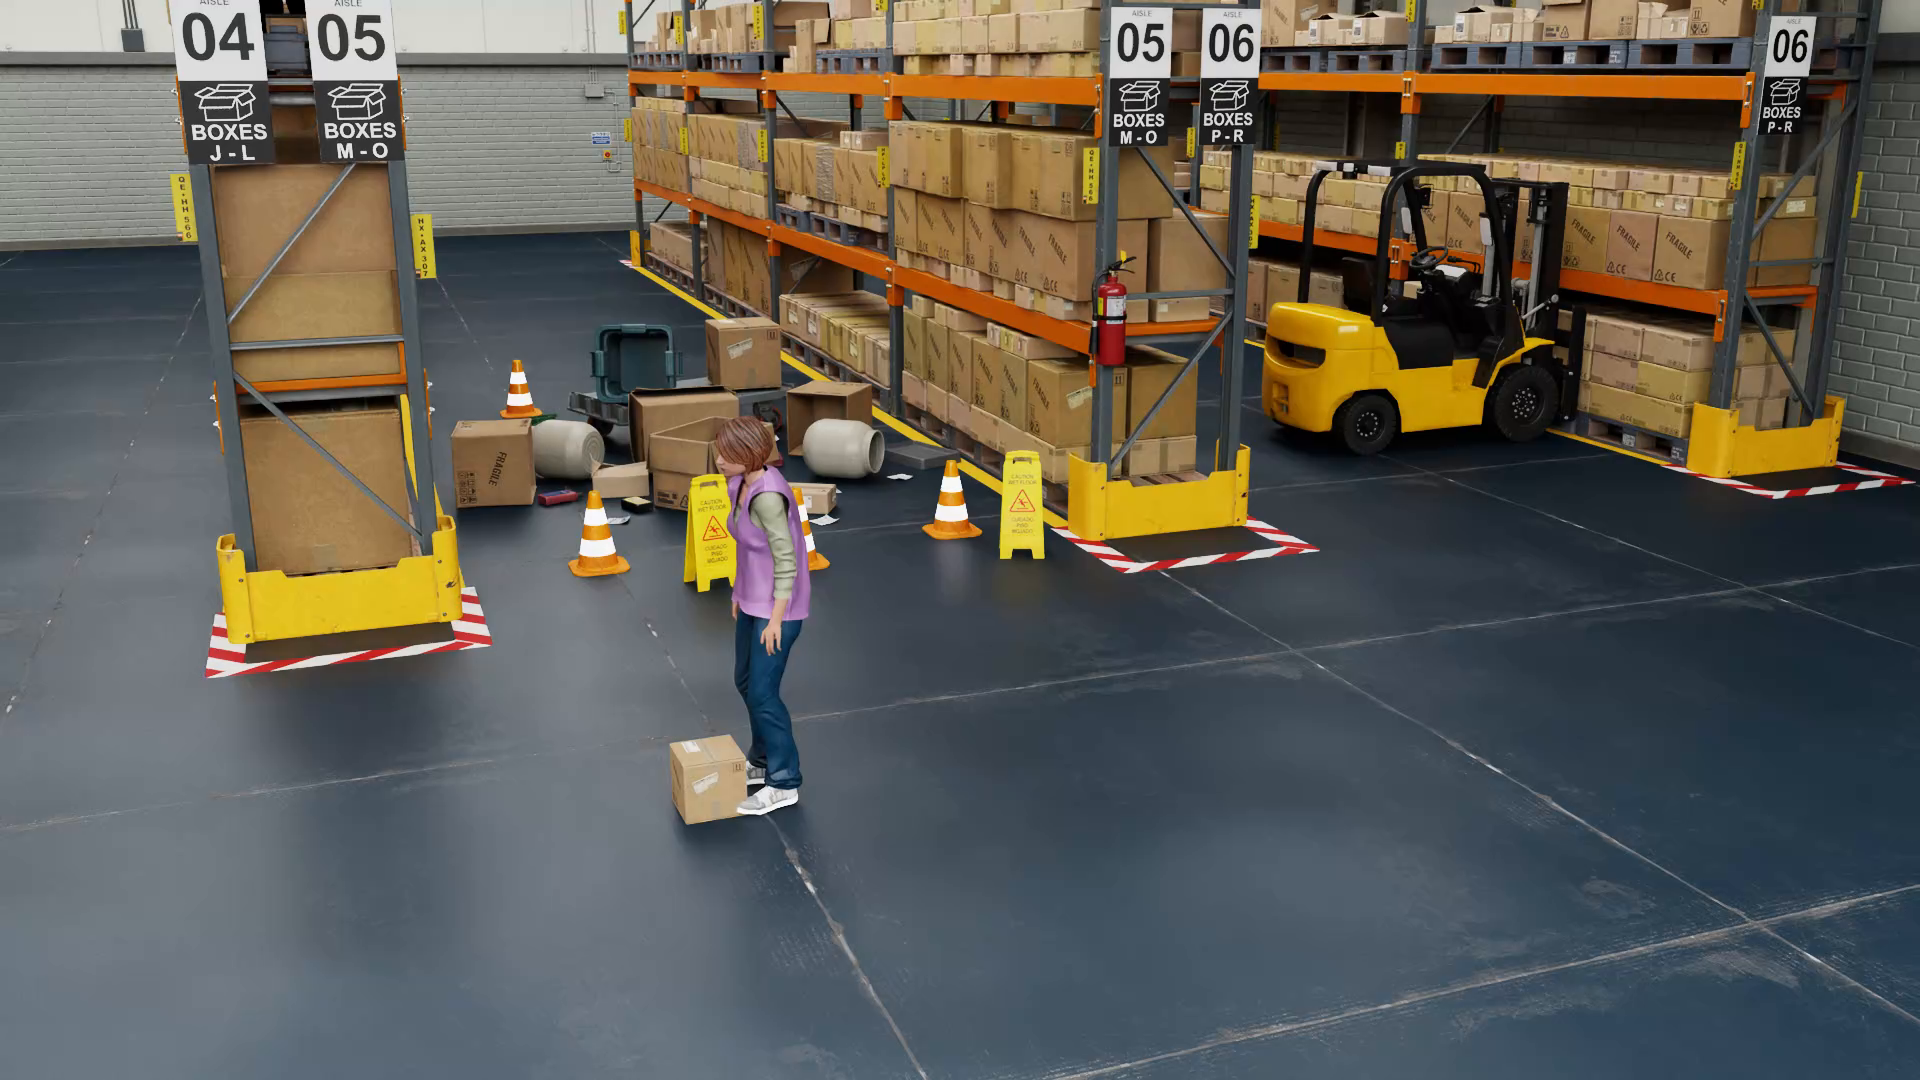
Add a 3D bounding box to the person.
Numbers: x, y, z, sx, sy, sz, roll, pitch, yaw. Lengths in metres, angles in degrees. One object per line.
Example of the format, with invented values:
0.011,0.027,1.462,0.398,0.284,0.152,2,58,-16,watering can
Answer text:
-0.778,0.284,6.553,0.347,1.592,0.480,-7,17,-23,person
